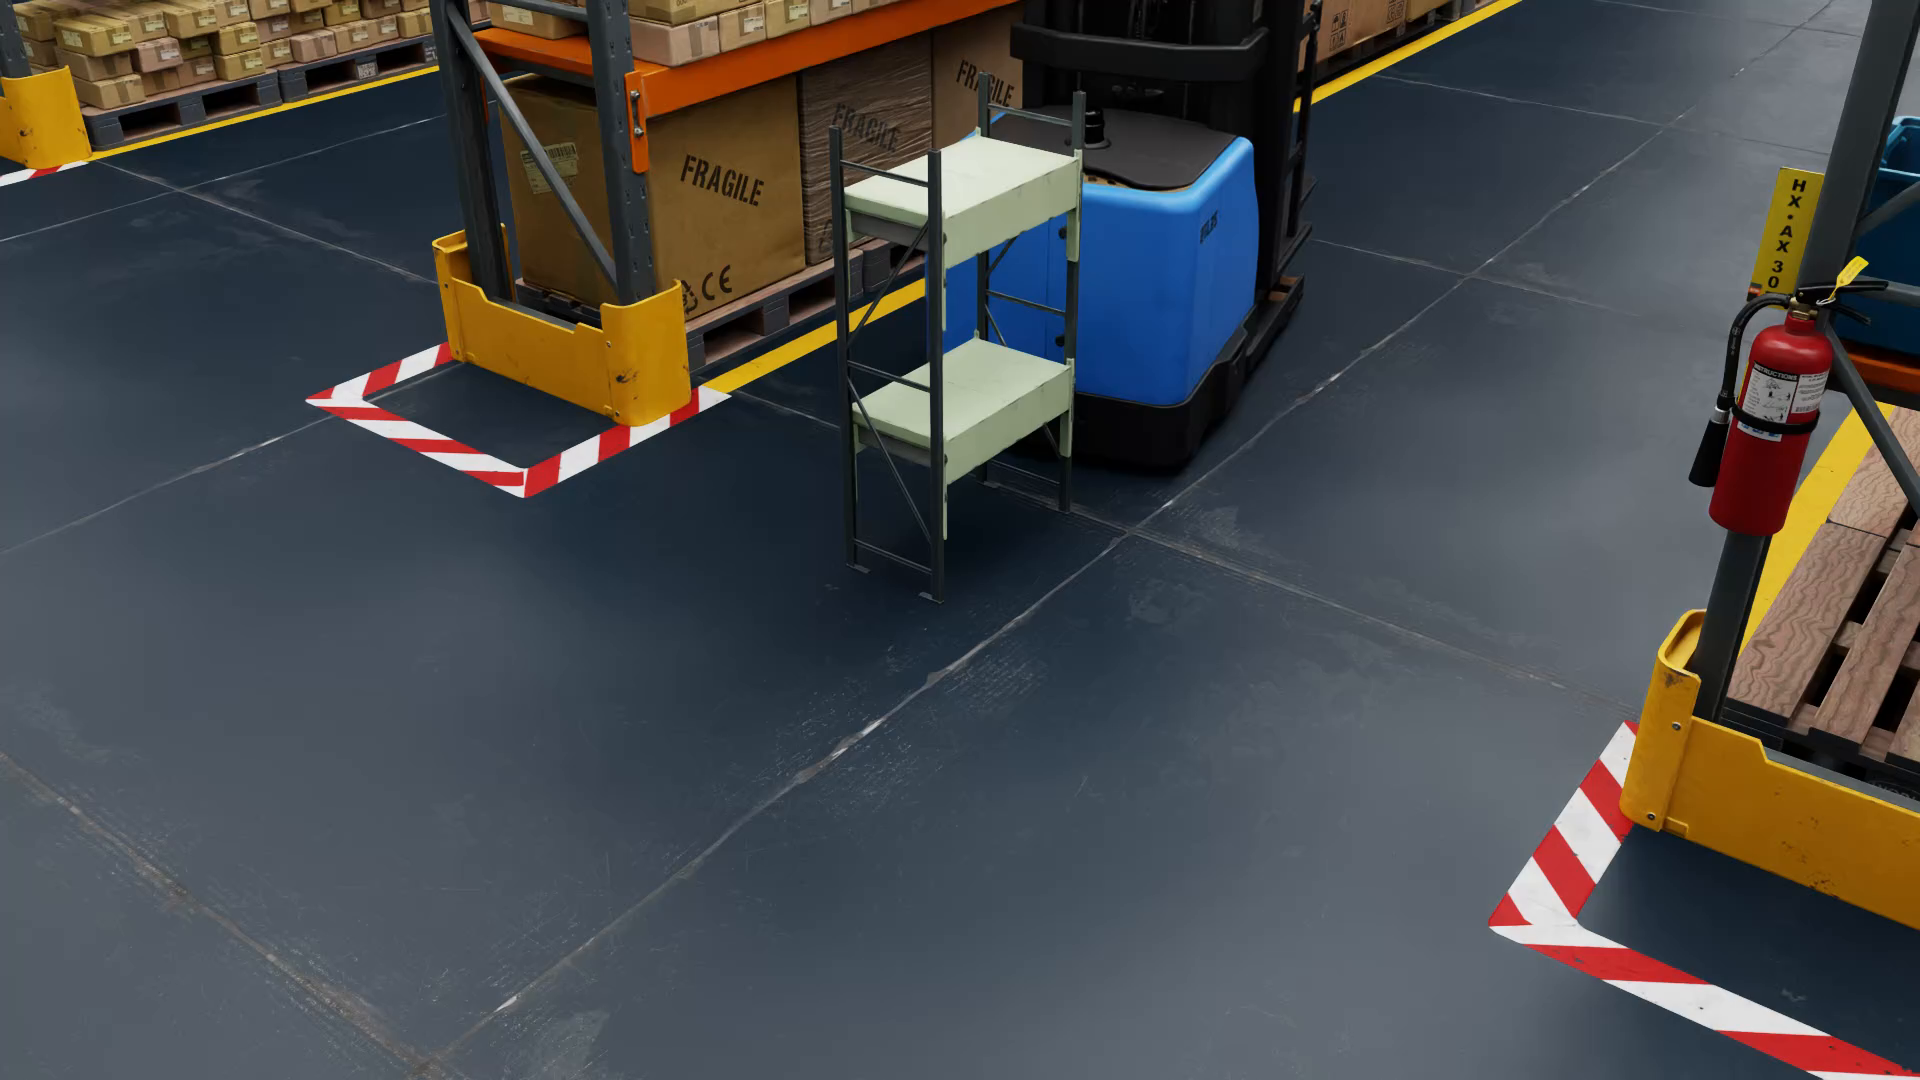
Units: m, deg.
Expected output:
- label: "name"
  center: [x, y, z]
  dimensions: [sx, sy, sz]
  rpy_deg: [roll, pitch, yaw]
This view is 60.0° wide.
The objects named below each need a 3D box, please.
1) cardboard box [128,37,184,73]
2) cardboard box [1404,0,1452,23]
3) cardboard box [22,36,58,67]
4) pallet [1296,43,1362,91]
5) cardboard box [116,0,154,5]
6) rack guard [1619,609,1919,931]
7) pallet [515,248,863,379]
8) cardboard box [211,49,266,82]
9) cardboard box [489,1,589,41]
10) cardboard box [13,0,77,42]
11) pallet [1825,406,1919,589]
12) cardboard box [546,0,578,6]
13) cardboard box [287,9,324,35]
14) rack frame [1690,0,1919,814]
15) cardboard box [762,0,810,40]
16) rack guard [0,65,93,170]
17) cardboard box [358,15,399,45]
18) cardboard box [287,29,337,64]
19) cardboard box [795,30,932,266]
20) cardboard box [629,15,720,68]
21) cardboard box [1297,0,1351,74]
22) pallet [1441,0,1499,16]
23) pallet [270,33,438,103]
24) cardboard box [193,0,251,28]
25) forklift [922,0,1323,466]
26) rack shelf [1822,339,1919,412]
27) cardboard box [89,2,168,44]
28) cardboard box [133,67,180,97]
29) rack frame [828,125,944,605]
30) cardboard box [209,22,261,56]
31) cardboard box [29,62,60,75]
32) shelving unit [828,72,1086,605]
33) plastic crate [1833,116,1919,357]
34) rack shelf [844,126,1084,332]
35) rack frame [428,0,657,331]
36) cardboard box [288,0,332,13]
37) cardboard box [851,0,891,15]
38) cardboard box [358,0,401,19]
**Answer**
- label: "cardboard box"
  center: [-4.772, -2.855, 9.719]
  dimensions: [0.380, 0.149, 0.250]
  rpy_deg: [21, 37, 31]
- label: "cardboard box"
  center: [2.786, -4.222, 11.604]
  dimensions: [1.225, 0.875, 0.875]
  rpy_deg: [19, 36, 29]
- label: "cardboard box"
  center: [-5.412, -2.930, 9.844]
  dimensions: [0.380, 0.149, 0.250]
  rpy_deg: [20, 36, 30]
- label: "pallet"
  center: [1.946, -3.239, 11.008]
  dimensions: [1.003, 0.211, 1.213]
  rpy_deg: [21, 37, 31]
- label: "cardboard box"
  center: [-5.133, -3.278, 10.139]
  dimensions: [0.380, 0.149, 0.250]
  rpy_deg: [20, 36, 30]
- label: "rack guard"
  center: [2.335, 0.636, 4.187]
  dimensions: [1.175, 0.500, 0.348]
  rpy_deg: [21, 37, 31]
- label: "pallet"
  center: [-1.190, -1.127, 7.445]
  dimensions: [1.003, 0.211, 1.213]
  rpy_deg: [21, 37, 31]
- label: "cardboard box"
  center: [-4.453, -2.919, 10.117]
  dimensions: [0.380, 0.149, 0.250]
  rpy_deg: [22, 37, 32]
- label: "cardboard box"
  center: [-1.657, -2.116, 6.624]
  dimensions: [0.380, 0.149, 0.250]
  rpy_deg: [22, 37, 32]
- label: "cardboard box"
  center: [-5.386, -3.049, 9.753]
  dimensions: [0.380, 0.149, 0.250]
  rpy_deg: [22, 37, 32]
- label: "pallet"
  center: [3.605, -0.071, 5.663]
  dimensions: [1.003, 0.211, 1.213]
  rpy_deg: [21, 37, 31]
- label: "cardboard box"
  center: [-1.529, -2.320, 6.578]
  dimensions: [0.500, 0.250, 0.500]
  rpy_deg: [20, 36, 31]
- label: "cardboard box"
  center: [-4.238, -3.313, 10.491]
  dimensions: [0.380, 0.149, 0.250]
  rpy_deg: [23, 38, 34]
- label: "rack frame"
  center: [2.339, -0.454, 3.573]
  dimensions: [1.000, 3.000, 0.127]
  rpy_deg: [21, 37, 31]
- label: "cardboard box"
  center: [-0.825, -2.121, 6.634]
  dimensions: [0.380, 0.149, 0.250]
  rpy_deg: [20, 36, 30]
- label: "rack guard"
  center: [-5.457, -2.501, 9.480]
  dimensions: [1.175, 0.500, 0.348]
  rpy_deg: [21, 37, 31]
- label: "cardboard box"
  center: [-3.890, -3.355, 10.854]
  dimensions: [0.380, 0.149, 0.250]
  rpy_deg: [22, 37, 32]
- label: "cardboard box"
  center: [-4.155, -3.126, 10.468]
  dimensions: [0.380, 0.149, 0.250]
  rpy_deg: [19, 36, 29]
- label: "cardboard box"
  center: [-0.738, -1.899, 7.684]
  dimensions: [0.875, 0.875, 0.875]
  rpy_deg: [21, 37, 31]
- label: "cardboard box"
  center: [-1.133, -1.913, 6.281]
  dimensions: [0.380, 0.149, 0.250]
  rpy_deg: [22, 37, 32]
- label: "cardboard box"
  center: [1.714, -3.500, 10.386]
  dimensions: [1.225, 0.875, 0.875]
  rpy_deg: [20, 36, 30]
- label: "pallet"
  center: [3.692, -4.347, 12.878]
  dimensions: [1.003, 0.211, 1.213]
  rpy_deg: [21, 37, 31]
- label: "pallet"
  center: [-4.202, -3.190, 10.925]
  dimensions: [1.003, 0.211, 1.213]
  rpy_deg: [21, 37, 31]
- label: "cardboard box"
  center: [-4.508, -3.202, 10.012]
  dimensions: [0.380, 0.149, 0.250]
  rpy_deg: [19, 36, 29]
- label: "forklift"
  center: [0.900, -2.264, 6.696]
  dimensions: [1.130, 2.935, 3.031]
  rpy_deg: [12, 33, 20]
- label: "rack shelf"
  center: [3.546, -0.957, 5.128]
  dimensions: [1.077, 0.370, 4.000]
  rpy_deg: [21, 37, 31]
- label: "cardboard box"
  center: [-4.846, -3.013, 9.693]
  dimensions: [0.380, 0.149, 0.250]
  rpy_deg: [22, 37, 32]
- label: "cardboard box"
  center: [-4.839, -2.746, 9.825]
  dimensions: [0.380, 0.149, 0.250]
  rpy_deg: [21, 37, 31]
- label: "rack frame"
  center: [-0.217, -0.499, 5.121]
  dimensions: [0.400, 1.500, 0.023]
  rpy_deg: [21, 37, 31]
- label: "cardboard box"
  center: [-4.453, -3.053, 10.052]
  dimensions: [0.380, 0.149, 0.250]
  rpy_deg: [22, 37, 33]
- label: "cardboard box"
  center: [-5.352, -2.778, 9.879]
  dimensions: [0.380, 0.149, 0.250]
  rpy_deg: [22, 37, 32]
- label: "shelving unit"
  center: [0.004, -0.648, 5.372]
  dimensions: [0.431, 1.500, 0.755]
  rpy_deg: [21, 37, 31]
- label: "plastic crate"
  center: [2.392, -0.688, 3.875]
  dimensions: [0.616, 0.435, 0.499]
  rpy_deg: [21, 37, 31]
- label: "rack shelf"
  center: [0.004, -0.984, 5.173]
  dimensions: [0.431, 0.370, 0.720]
  rpy_deg: [21, 37, 31]
- label: "rack frame"
  center: [-1.610, -1.978, 6.145]
  dimensions: [1.000, 3.000, 0.127]
  rpy_deg: [21, 37, 31]
- label: "cardboard box"
  center: [-4.137, -3.405, 10.354]
  dimensions: [0.380, 0.149, 0.250]
  rpy_deg: [22, 37, 32]
- label: "cardboard box"
  center: [-0.514, -2.331, 6.987]
  dimensions: [0.380, 0.149, 0.250]
  rpy_deg: [20, 36, 30]
- label: "cardboard box"
  center: [-3.872, -3.515, 10.832]
  dimensions: [0.380, 0.149, 0.250]
  rpy_deg: [19, 36, 29]
